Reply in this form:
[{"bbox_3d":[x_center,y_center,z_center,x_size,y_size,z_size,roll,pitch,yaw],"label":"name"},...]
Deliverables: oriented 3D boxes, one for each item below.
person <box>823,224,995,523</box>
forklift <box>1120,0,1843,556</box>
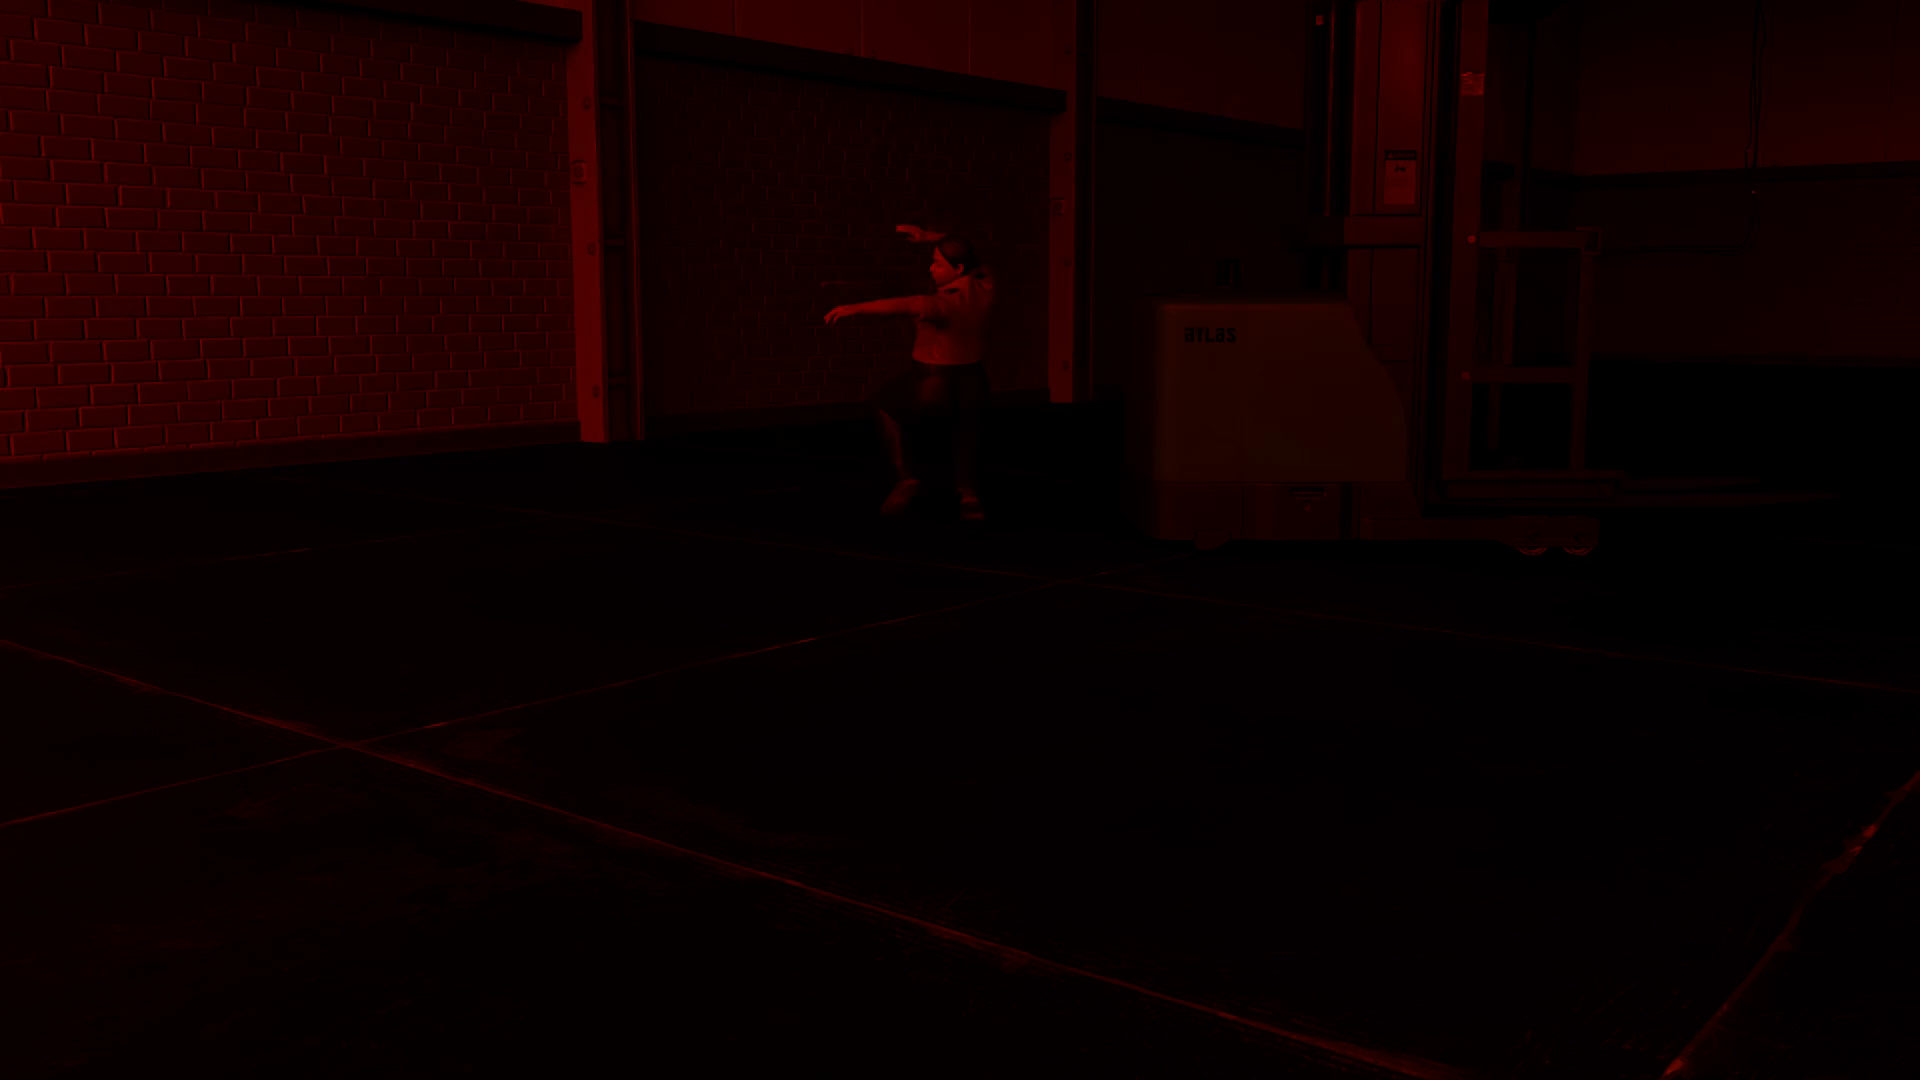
[{"bbox_3d":[-0.327,-0.778,7.950,1.003,1.446,0.858,-5,10,-29],"label":"person"},{"bbox_3d":[2.285,-1.461,7.264,3.031,2.935,1.130,0,8,-2],"label":"forklift"}]
